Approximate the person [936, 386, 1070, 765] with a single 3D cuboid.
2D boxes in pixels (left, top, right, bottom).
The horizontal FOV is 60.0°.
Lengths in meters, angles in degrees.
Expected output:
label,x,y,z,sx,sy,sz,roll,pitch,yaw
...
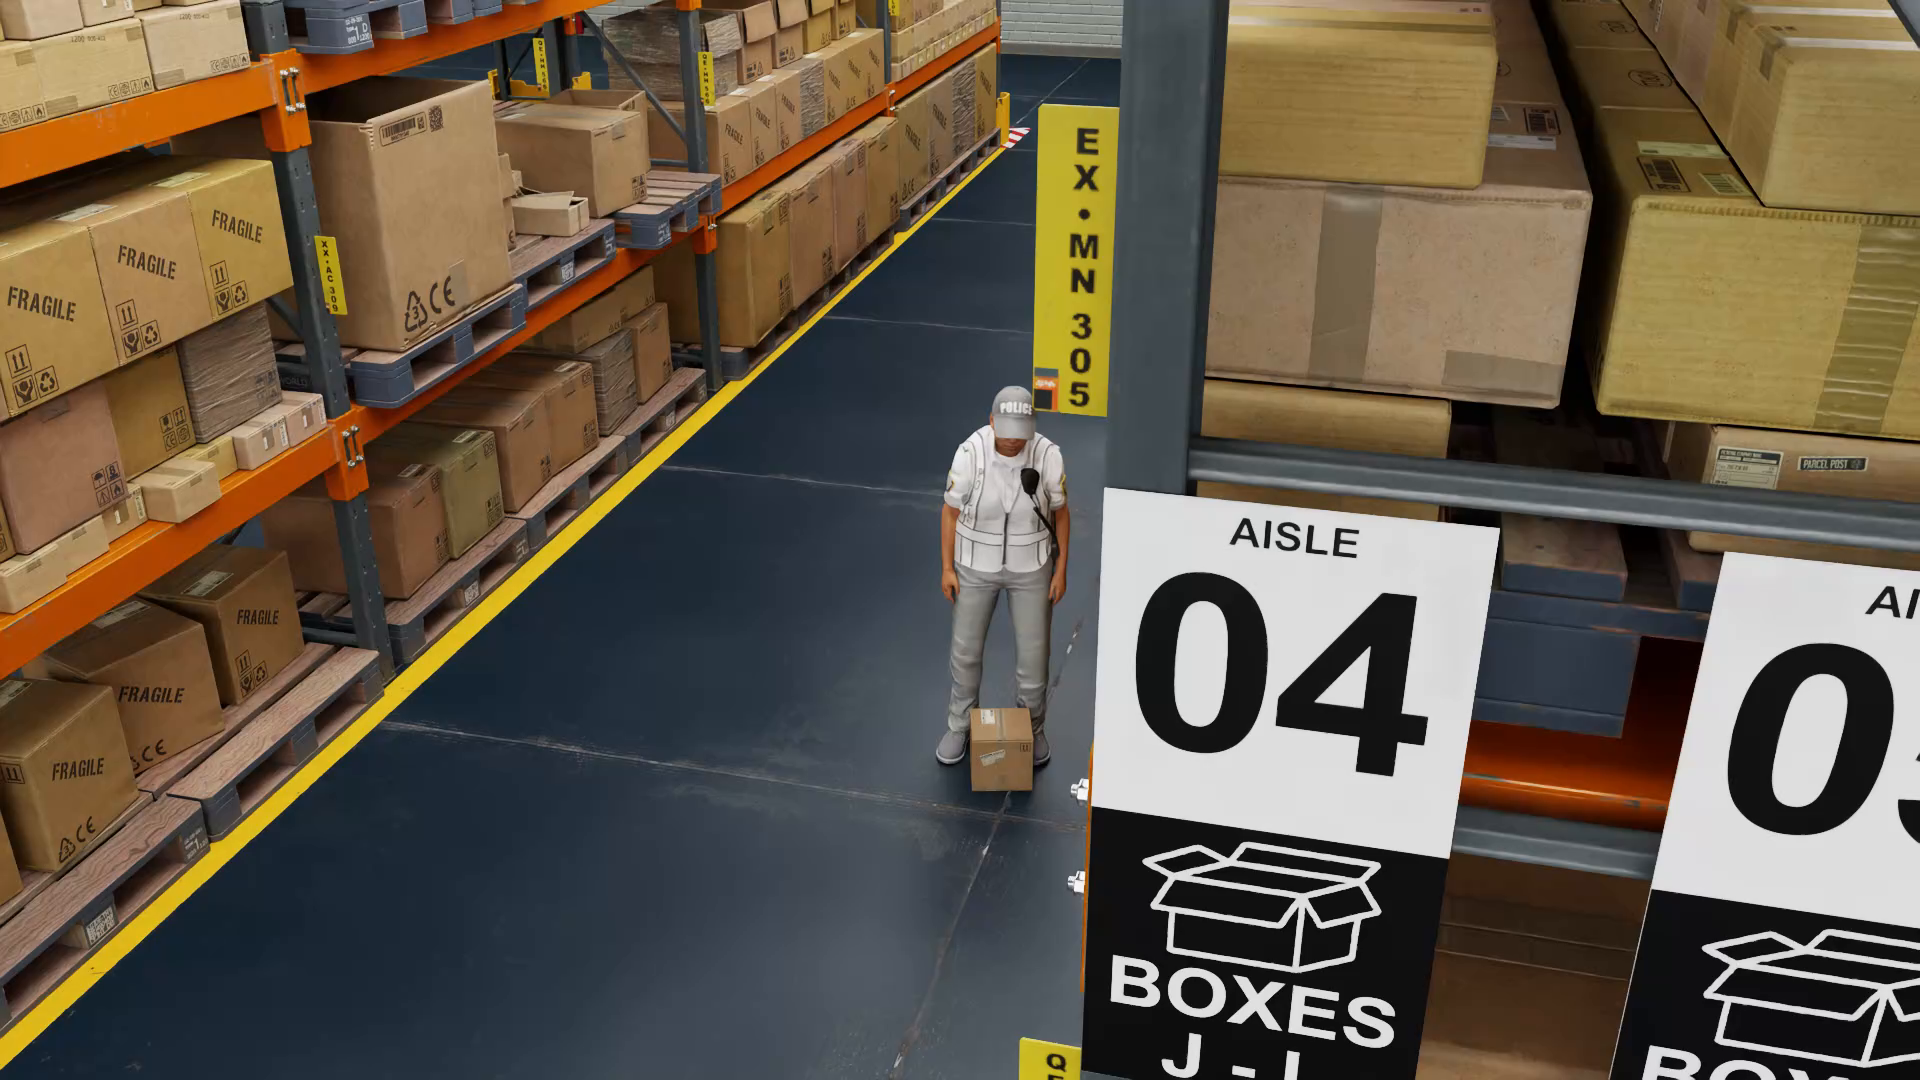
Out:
label,x,y,z,sx,sy,sz,roll,pitch,yaw
person,0.174,0.137,6.816,0.547,1.664,0.470,0,25,1
